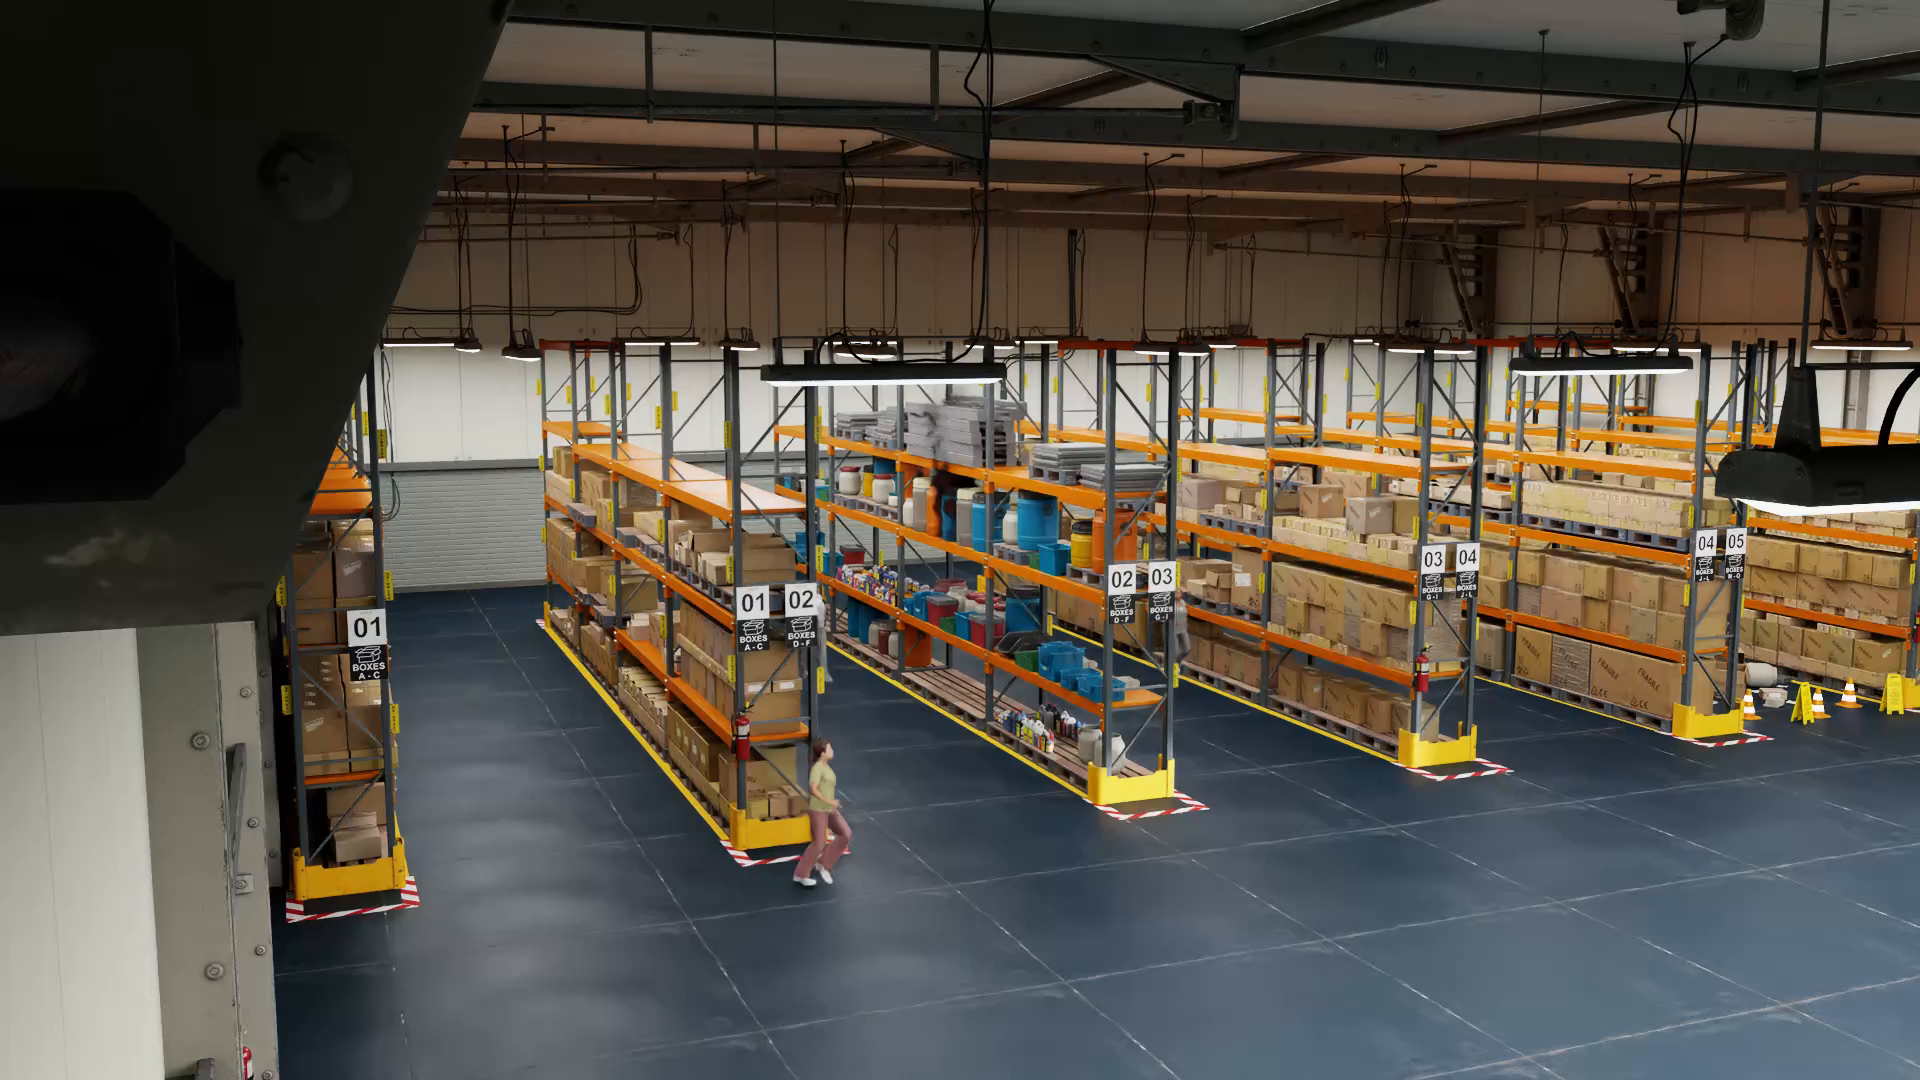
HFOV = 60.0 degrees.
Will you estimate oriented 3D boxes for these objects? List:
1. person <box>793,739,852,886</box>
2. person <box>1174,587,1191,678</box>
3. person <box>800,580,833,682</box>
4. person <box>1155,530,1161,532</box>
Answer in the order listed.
[{"bbox_3d":[-1.546,3.074,18.899,0.632,1.633,0.638,2,8,12],"label":"person"},{"bbox_3d":[3.742,1.585,28.316,0.526,1.575,0.512,-4,8,-27],"label":"person"},{"bbox_3d":[-2.461,1.528,28.170,0.578,1.737,0.853,-5,9,-36],"label":"person"},{"bbox_3d":[4.533,0.565,38.341,0.587,1.615,0.565,-2,8,-17],"label":"person"}]
